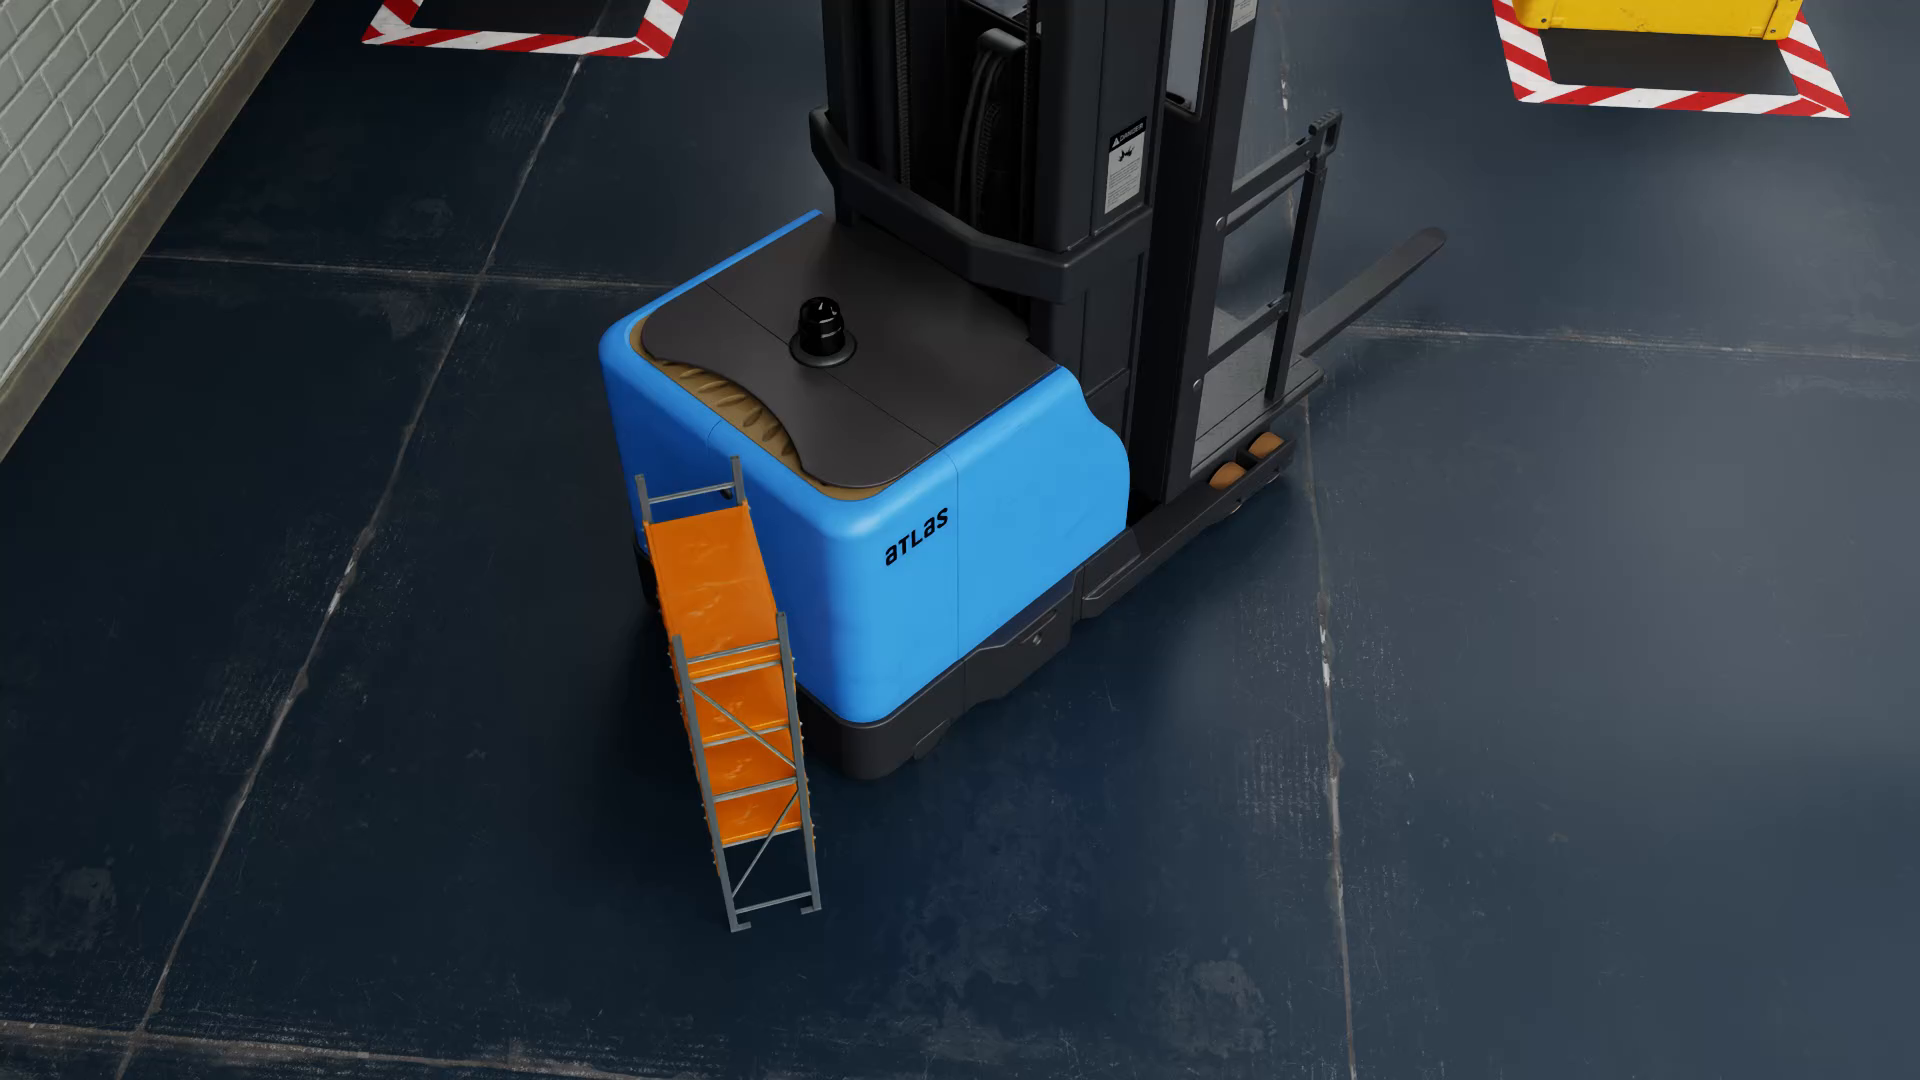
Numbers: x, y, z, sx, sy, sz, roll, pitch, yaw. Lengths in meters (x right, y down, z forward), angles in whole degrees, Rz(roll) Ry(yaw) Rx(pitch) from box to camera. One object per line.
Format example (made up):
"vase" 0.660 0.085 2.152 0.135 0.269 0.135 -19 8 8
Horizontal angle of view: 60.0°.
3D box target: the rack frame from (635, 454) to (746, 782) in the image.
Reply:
"rack frame" -0.619 0.239 4.218 0.240 1.200 0.015 -12 49 -11

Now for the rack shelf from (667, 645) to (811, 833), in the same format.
"rack shelf" -0.550 0.457 4.110 0.258 0.148 0.480 -12 49 -11

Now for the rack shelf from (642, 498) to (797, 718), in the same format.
"rack shelf" -0.550 0.147 3.770 0.258 0.148 0.480 -12 49 -11

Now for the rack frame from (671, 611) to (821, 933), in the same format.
"rack frame" -0.481 0.585 3.902 0.240 1.200 0.015 -12 49 -11

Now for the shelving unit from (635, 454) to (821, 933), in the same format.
"shelving unit" -0.550 0.412 4.060 0.258 1.200 0.503 -12 49 -11

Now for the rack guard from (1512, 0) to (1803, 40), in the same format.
"rack guard" 3.056 -2.508 7.205 1.175 0.500 0.348 4 48 4

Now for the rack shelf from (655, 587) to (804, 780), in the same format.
"rack shelf" -0.550 0.306 3.945 0.258 0.148 0.480 -12 49 -11

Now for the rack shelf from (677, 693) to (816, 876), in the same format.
"rack shelf" -0.550 0.591 4.256 0.258 0.148 0.480 -12 49 -11

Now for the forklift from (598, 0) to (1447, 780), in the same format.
"forklift" 0.441 -1.316 4.467 1.130 2.935 3.031 36 57 28
